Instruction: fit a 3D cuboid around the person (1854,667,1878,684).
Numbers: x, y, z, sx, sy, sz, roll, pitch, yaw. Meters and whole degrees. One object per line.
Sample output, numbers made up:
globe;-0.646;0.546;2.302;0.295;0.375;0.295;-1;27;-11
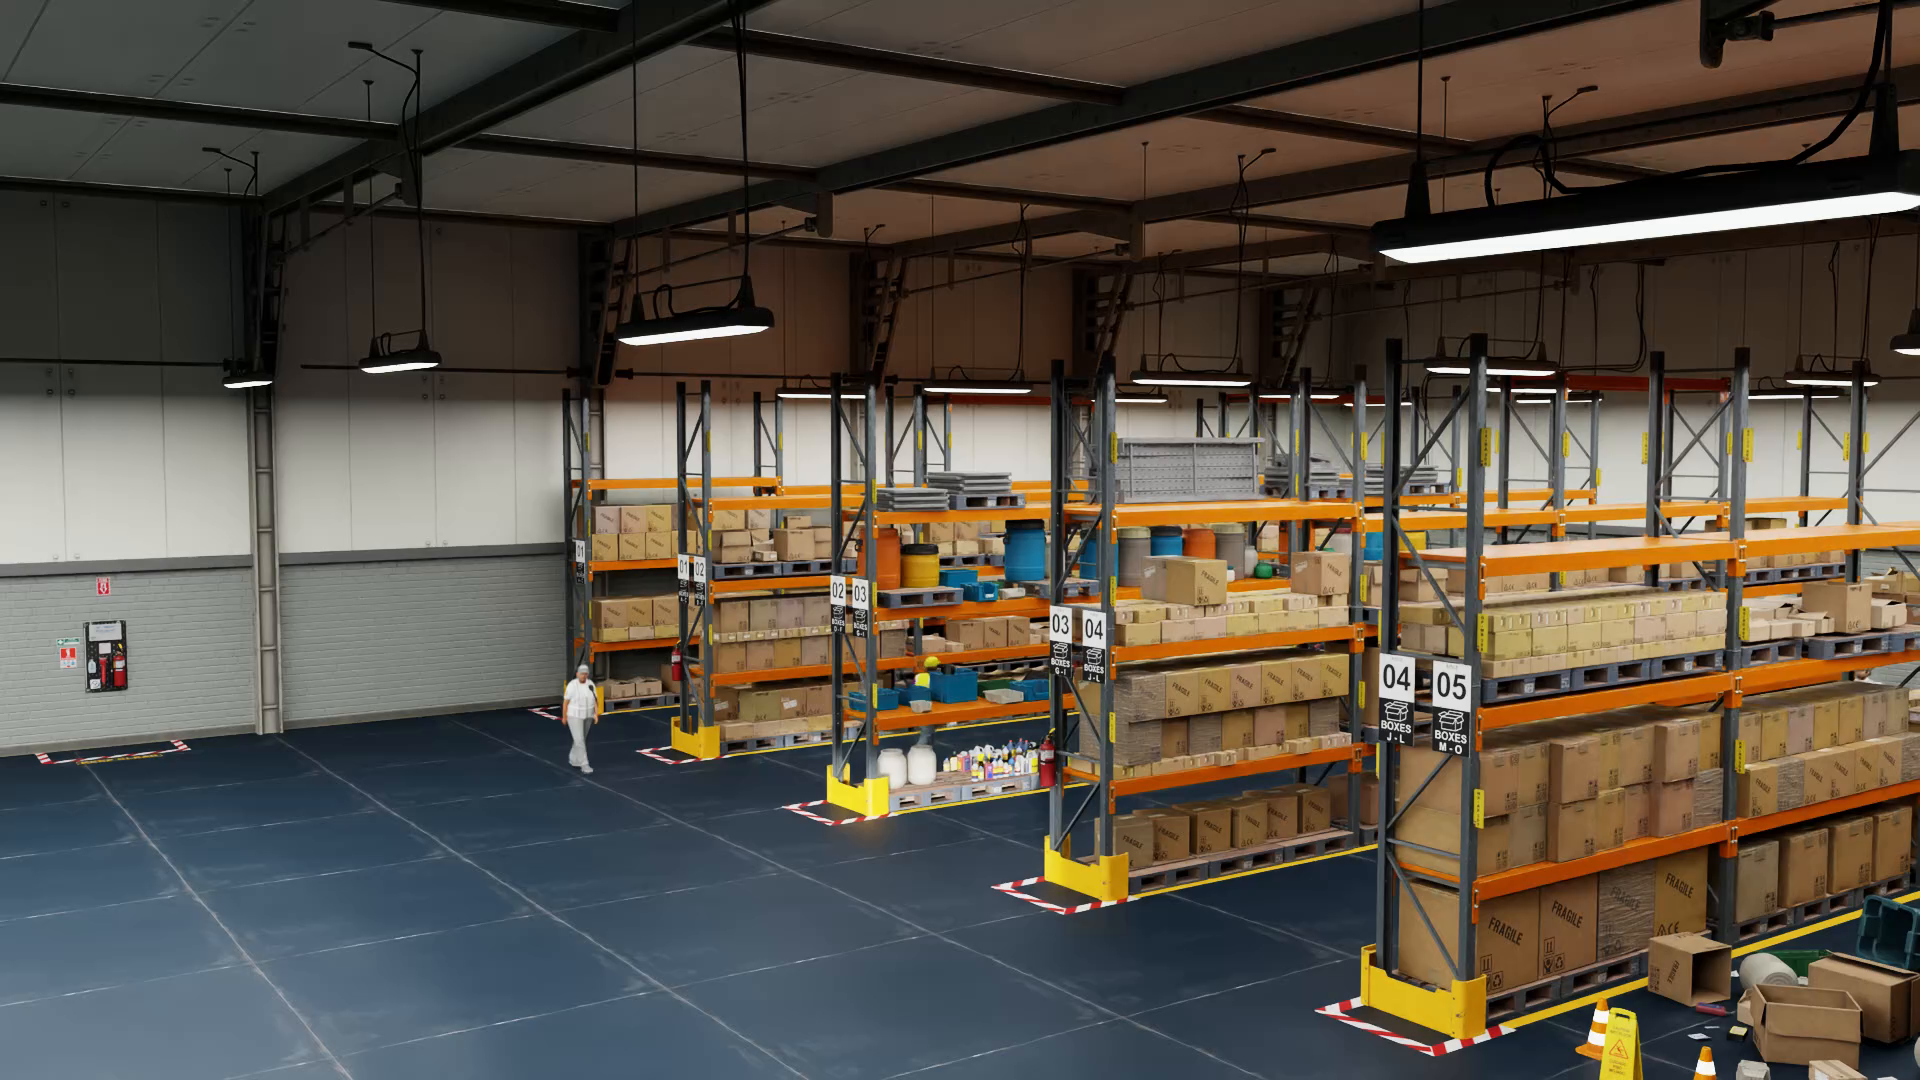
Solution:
person;13.902;2.678;25.659;1.034;1.614;0.564;-2;4;-32

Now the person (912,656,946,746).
person;-0.509;2.675;25.340;0.527;1.802;0.575;-3;5;-38

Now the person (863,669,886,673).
person;-1.700;2.228;31.959;0.626;1.705;1.048;3;5;43

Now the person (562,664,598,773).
person;-5.762;2.706;25.441;0.968;1.606;0.495;3;5;42
